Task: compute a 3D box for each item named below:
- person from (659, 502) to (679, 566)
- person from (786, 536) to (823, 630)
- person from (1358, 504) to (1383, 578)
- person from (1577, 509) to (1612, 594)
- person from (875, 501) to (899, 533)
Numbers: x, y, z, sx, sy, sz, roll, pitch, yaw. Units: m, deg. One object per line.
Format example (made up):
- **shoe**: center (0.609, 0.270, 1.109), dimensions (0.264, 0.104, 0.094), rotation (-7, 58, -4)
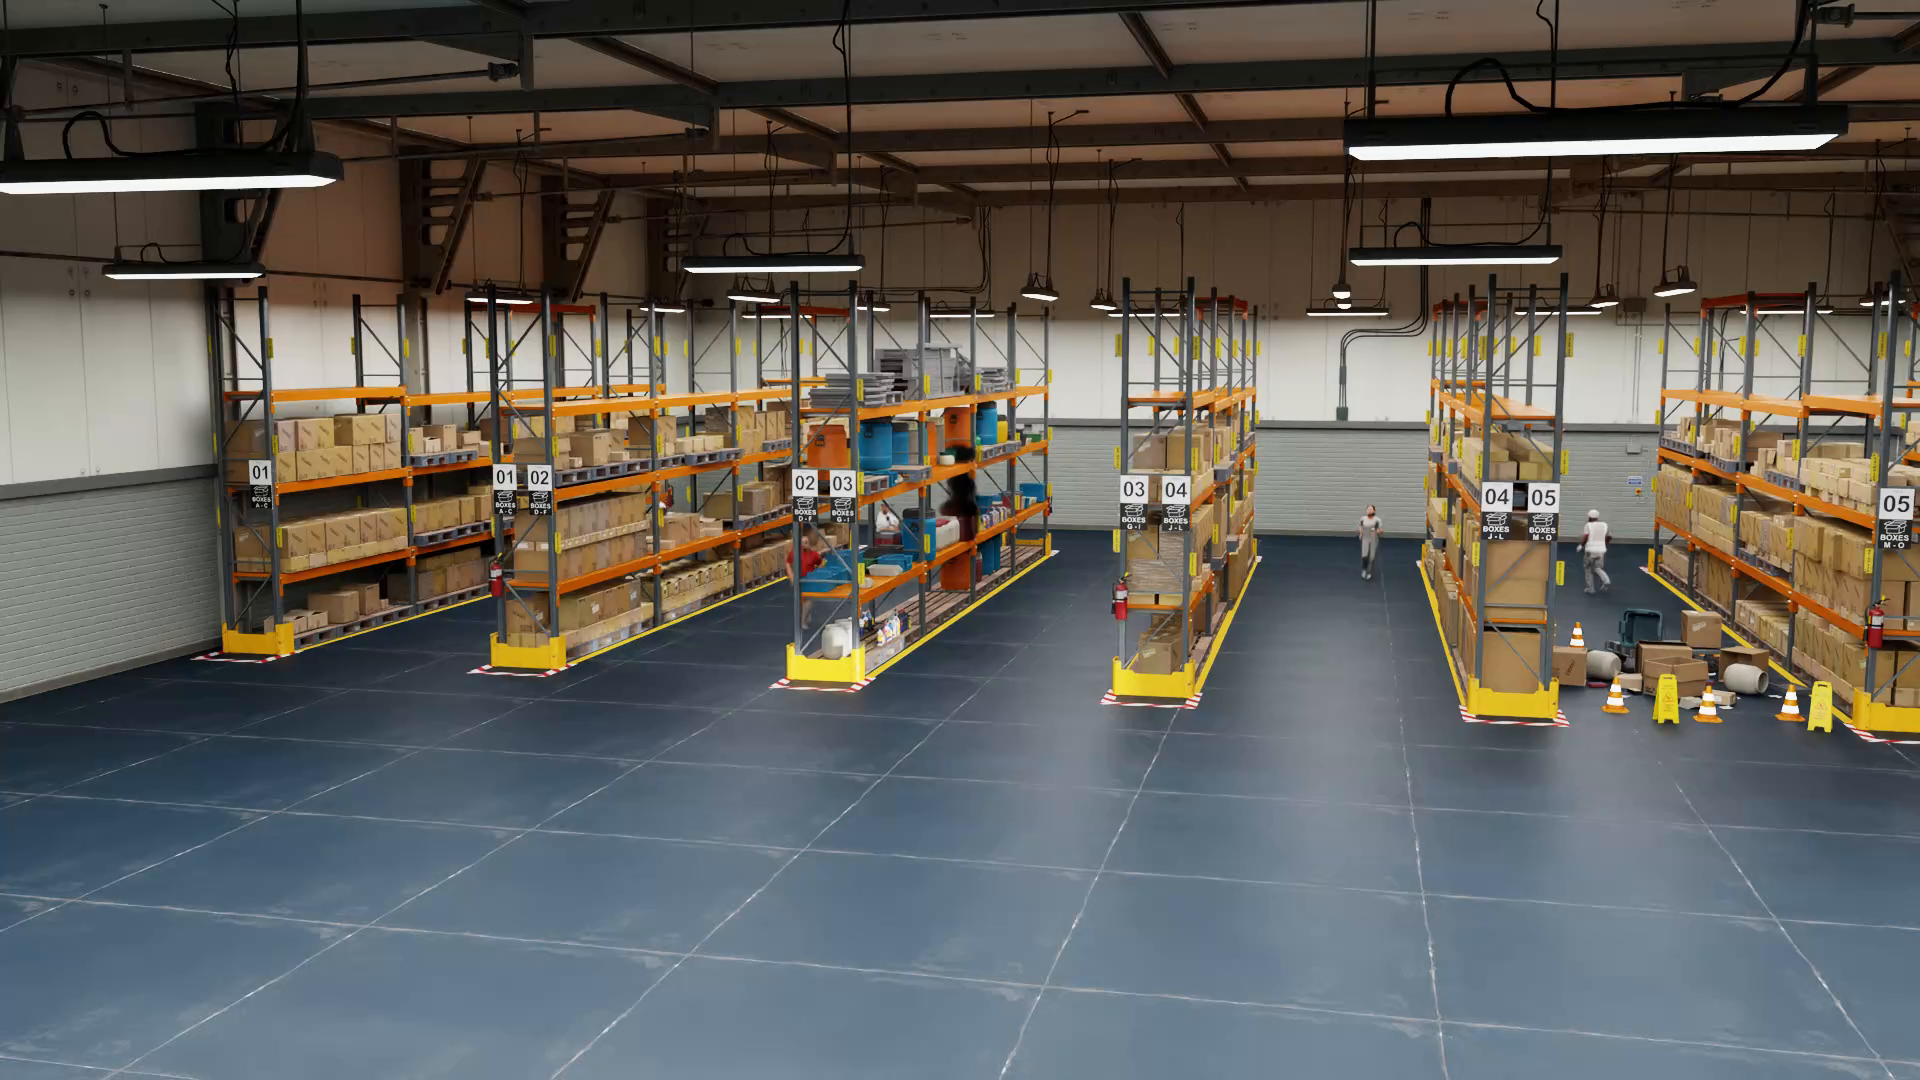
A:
- **person**: center (-6.550, -0.069, 37.188), dimensions (0.628, 1.611, 0.912), rotation (0, 7, -4)
- **person**: center (-2.783, 0.750, 29.767), dimensions (0.659, 1.670, 0.572), rotation (0, 7, -1)
- **person**: center (8.875, 0.041, 36.019), dimensions (0.536, 1.627, 0.621), rotation (2, 7, 17)
- **person**: center (13.015, 0.254, 33.927), dimensions (0.684, 1.730, 0.779), rotation (-1, 7, -7)
- **person**: center (-1.543, -0.077, 34.890), dimensions (0.596, 1.510, 0.688), rotation (2, 7, 20)
